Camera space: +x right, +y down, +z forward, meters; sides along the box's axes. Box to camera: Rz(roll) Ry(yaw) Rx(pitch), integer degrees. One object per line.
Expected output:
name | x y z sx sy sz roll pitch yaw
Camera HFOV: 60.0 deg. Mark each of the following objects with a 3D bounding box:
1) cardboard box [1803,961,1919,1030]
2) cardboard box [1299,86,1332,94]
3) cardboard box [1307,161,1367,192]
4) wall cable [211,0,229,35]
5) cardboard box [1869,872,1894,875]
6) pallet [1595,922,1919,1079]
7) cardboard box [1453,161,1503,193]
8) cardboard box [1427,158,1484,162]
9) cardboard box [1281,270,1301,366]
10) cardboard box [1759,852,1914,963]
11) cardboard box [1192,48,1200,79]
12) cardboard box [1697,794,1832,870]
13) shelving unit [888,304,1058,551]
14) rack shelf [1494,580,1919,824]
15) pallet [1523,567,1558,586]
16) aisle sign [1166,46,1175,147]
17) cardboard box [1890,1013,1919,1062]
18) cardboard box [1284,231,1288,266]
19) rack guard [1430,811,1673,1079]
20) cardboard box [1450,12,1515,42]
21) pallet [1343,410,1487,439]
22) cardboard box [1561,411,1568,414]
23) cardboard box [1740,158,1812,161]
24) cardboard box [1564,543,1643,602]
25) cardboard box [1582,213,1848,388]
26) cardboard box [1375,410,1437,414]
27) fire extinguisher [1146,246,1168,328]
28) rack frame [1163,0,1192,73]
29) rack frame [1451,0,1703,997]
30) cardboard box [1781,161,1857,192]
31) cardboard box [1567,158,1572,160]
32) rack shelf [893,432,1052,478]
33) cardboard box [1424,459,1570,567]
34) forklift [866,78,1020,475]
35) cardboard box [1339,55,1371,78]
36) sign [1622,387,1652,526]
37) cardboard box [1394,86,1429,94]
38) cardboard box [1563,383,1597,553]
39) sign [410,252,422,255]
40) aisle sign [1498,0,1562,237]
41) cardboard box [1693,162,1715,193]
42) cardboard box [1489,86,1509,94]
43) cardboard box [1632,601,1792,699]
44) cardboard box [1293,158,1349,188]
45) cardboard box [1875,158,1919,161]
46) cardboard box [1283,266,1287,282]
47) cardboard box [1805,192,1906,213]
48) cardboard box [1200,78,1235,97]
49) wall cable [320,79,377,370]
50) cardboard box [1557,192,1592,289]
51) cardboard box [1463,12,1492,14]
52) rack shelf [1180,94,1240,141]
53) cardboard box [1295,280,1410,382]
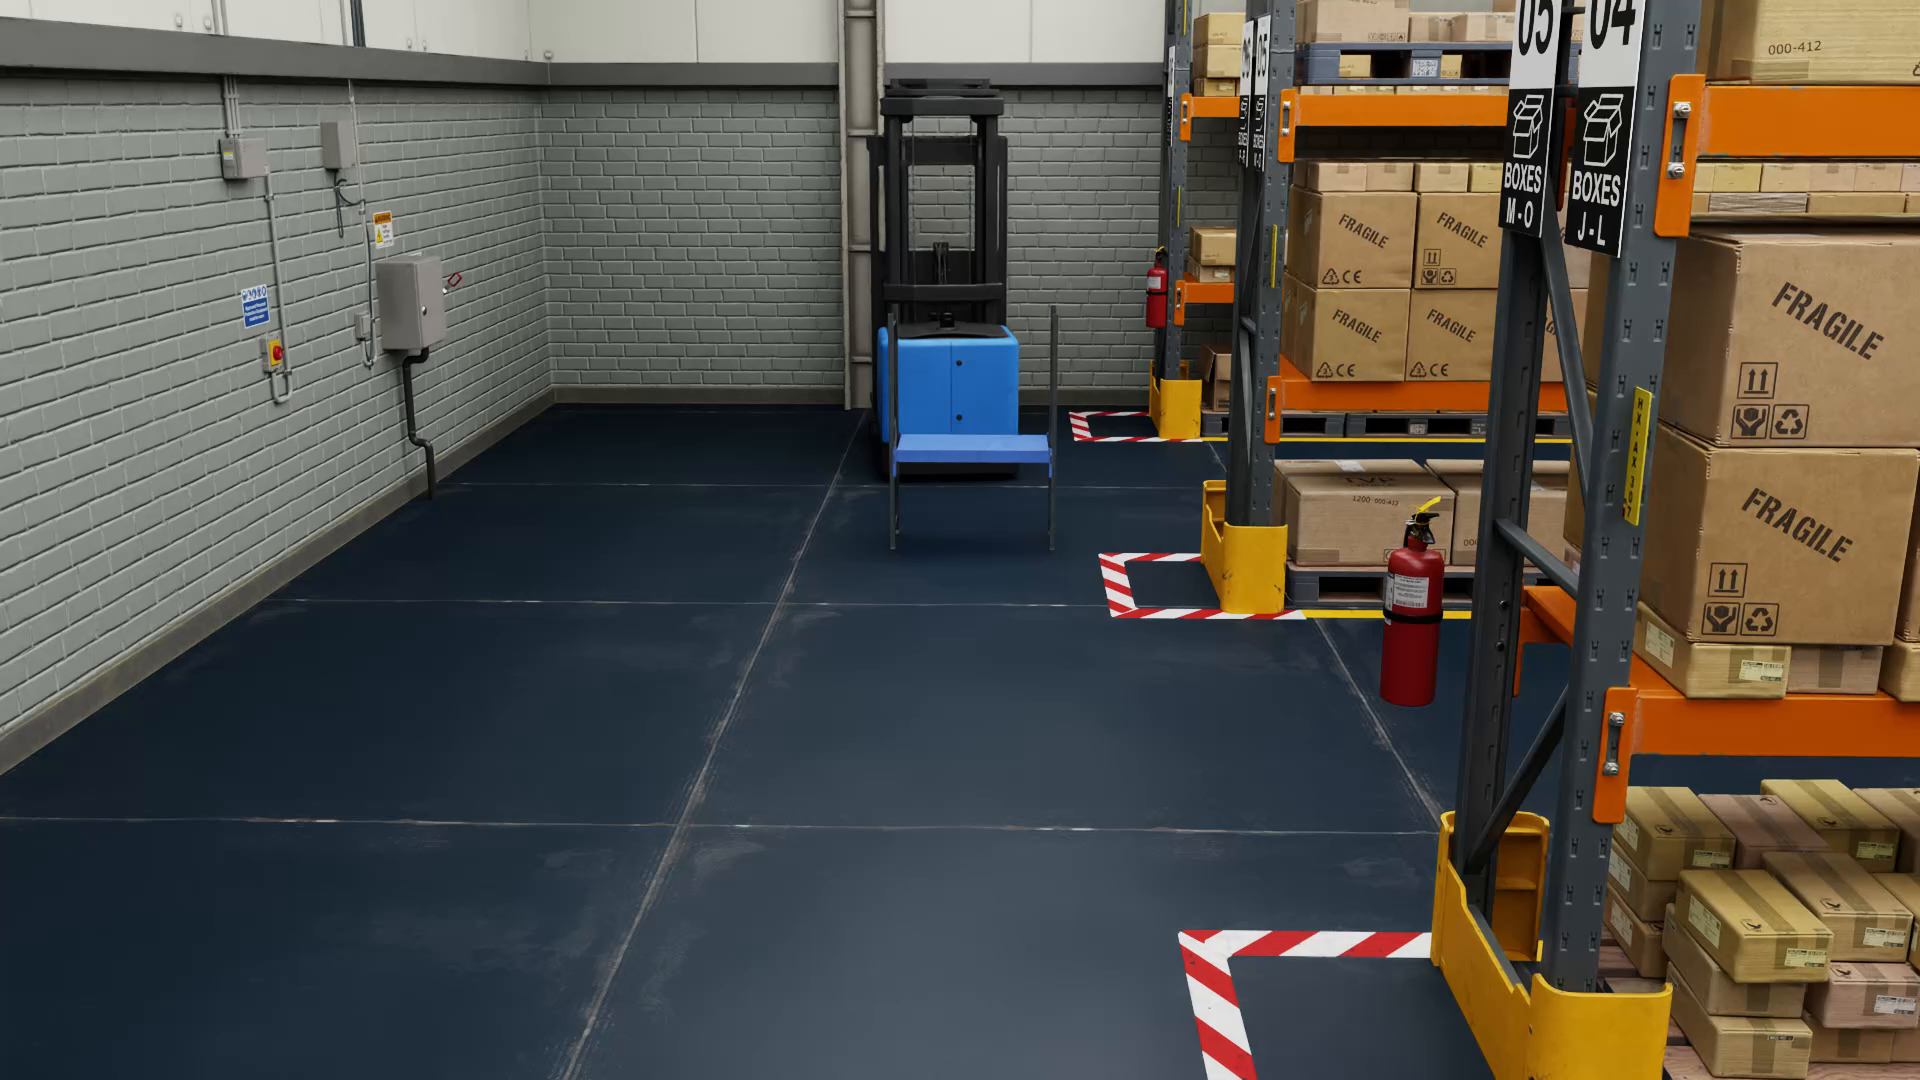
cardboard box | 2.443 1.194 4.618 0.250 0.149 0.380 0 15 1
cardboard box | 2.880 -3.690 13.560 0.250 0.149 0.380 1 15 3
cardboard box | 2.027 -1.958 8.956 0.250 0.149 0.380 1 15 3
wall cable | -4.014 -4.052 8.558 0.029 3.000 0.463 0 15 1
cardboard box | 2.708 1.042 5.192 0.250 0.149 0.380 0 15 -1
pallet | 2.541 1.440 4.967 1.213 0.211 1.003 0 15 1
cardboard box | 2.811 -1.947 8.912 0.250 0.149 0.380 0 15 0
cardboard box | 2.808 -2.092 9.463 0.250 0.149 0.380 1 15 3
cardboard box | 2.168 -1.299 9.686 0.500 0.500 0.500 0 15 2
cardboard box | 2.448 1.026 4.670 0.250 0.149 0.380 1 15 2
cardboard box | 2.254 -4.040 14.104 0.500 0.250 0.500 0 15 0
cardboard box | 2.439 0.920 5.072 0.250 0.149 0.380 1 15 3
shelving unit | 0.085 -0.725 10.647 1.048 1.500 0.538 0 15 1
rack shelf | 3.653 0.438 4.710 4.000 0.370 1.077 0 15 1
pallet | 3.697 0.156 9.834 1.213 0.211 1.003 0 15 1
aisle sign | 1.726 -3.634 13.639 0.004 0.787 0.394 0 15 1
cardboard box | 2.682 1.318 4.729 0.250 0.149 0.380 1 15 2
cardboard box | 2.753 -2.448 13.950 0.500 0.250 0.500 1 15 2
rack guard | 1.730 1.286 4.985 0.348 0.500 1.175 0 15 1
cardboard box | 2.761 -2.700 8.789 0.250 0.149 0.380 1 15 3
pallet | 3.892 -1.089 14.555 1.213 0.211 1.003 0 15 1
cardboard box | 5.236 -1.179 14.194 0.250 0.149 0.380 0 15 0
cardboard box | 4.609 -2.079 9.414 0.250 0.149 0.380 0 15 1
cardboard box | 1.987 0.129 4.965 0.250 0.149 0.380 0 15 1
cardboard box | 2.118 -0.659 4.719 0.500 0.500 0.500 0 15 0
cardboard box | 3.791 -1.374 14.243 0.500 0.500 0.500 1 15 2
fire extinguisher | 1.643 -2.117 13.867 0.183 0.674 0.296 0 15 1
rack frame | 1.802 -5.353 13.488 0.127 3.000 1.000 0 15 1
rack frame | 1.654 0.077 4.668 0.127 3.000 1.000 0 15 1
cardboard box | 4.598 -1.957 8.949 0.250 0.149 0.380 0 15 1
cardboard box | 3.582 -2.079 9.414 0.250 0.149 0.380 1 15 3
rack shelf | 0.085 -0.551 10.692 1.000 0.185 0.538 0 15 1
cardboard box | 3.257 -0.167 9.794 0.875 0.438 0.875 1 15 3
forklift | -0.190 -2.225 13.528 1.130 2.935 3.031 -1 15 -5
cardboard box | 3.259 -3.896 13.559 0.500 0.250 0.500 0 15 0
sign | 1.640 -0.203 4.033 0.005 0.325 0.100 0 15 1
cardboard box | 3.645 -3.685 13.538 0.250 0.149 0.380 0 15 2
cardboard box | 2.110 -0.178 4.855 0.500 0.500 0.500 1 15 3
sign | -3.953 -1.833 12.093 0.001 0.494 0.329 0 15 1
aisle sign | 1.588 -1.257 4.628 0.004 0.787 0.394 0 15 1
cardboard box | 3.839 -1.948 8.917 0.250 0.149 0.380 0 15 1
cardboard box | 4.409 -3.700 13.596 0.250 0.149 0.380 1 15 3
cardboard box | 1.969 0.284 4.375 0.250 0.149 0.380 0 15 1
cardboard box | 2.043 -2.080 9.417 0.250 0.149 0.380 1 15 2
cardboard box | 5.369 -2.074 9.392 0.250 0.149 0.380 0 15 1
cardboard box | 2.643 -2.275 14.077 0.250 0.149 0.380 0 15 1
cardboard box | 4.692 -1.630 8.981 0.500 0.500 0.500 0 15 1
cardboard box | 2.115 -3.719 13.670 0.250 0.149 0.380 1 15 3
wall cable | -3.934 -2.070 10.813 0.122 1.984 0.588 0 15 1
cardboard box | 3.183 -1.639 9.016 0.500 0.500 0.500 0 15 1
cardboard box | 4.276 -4.138 13.493 0.500 0.250 0.500 1 15 2
rack shelf | 3.802 -3.541 13.913 4.000 0.370 1.077 0 15 1
cardboard box | 2.152 -1.158 9.153 0.500 0.500 0.500 0 15 1
